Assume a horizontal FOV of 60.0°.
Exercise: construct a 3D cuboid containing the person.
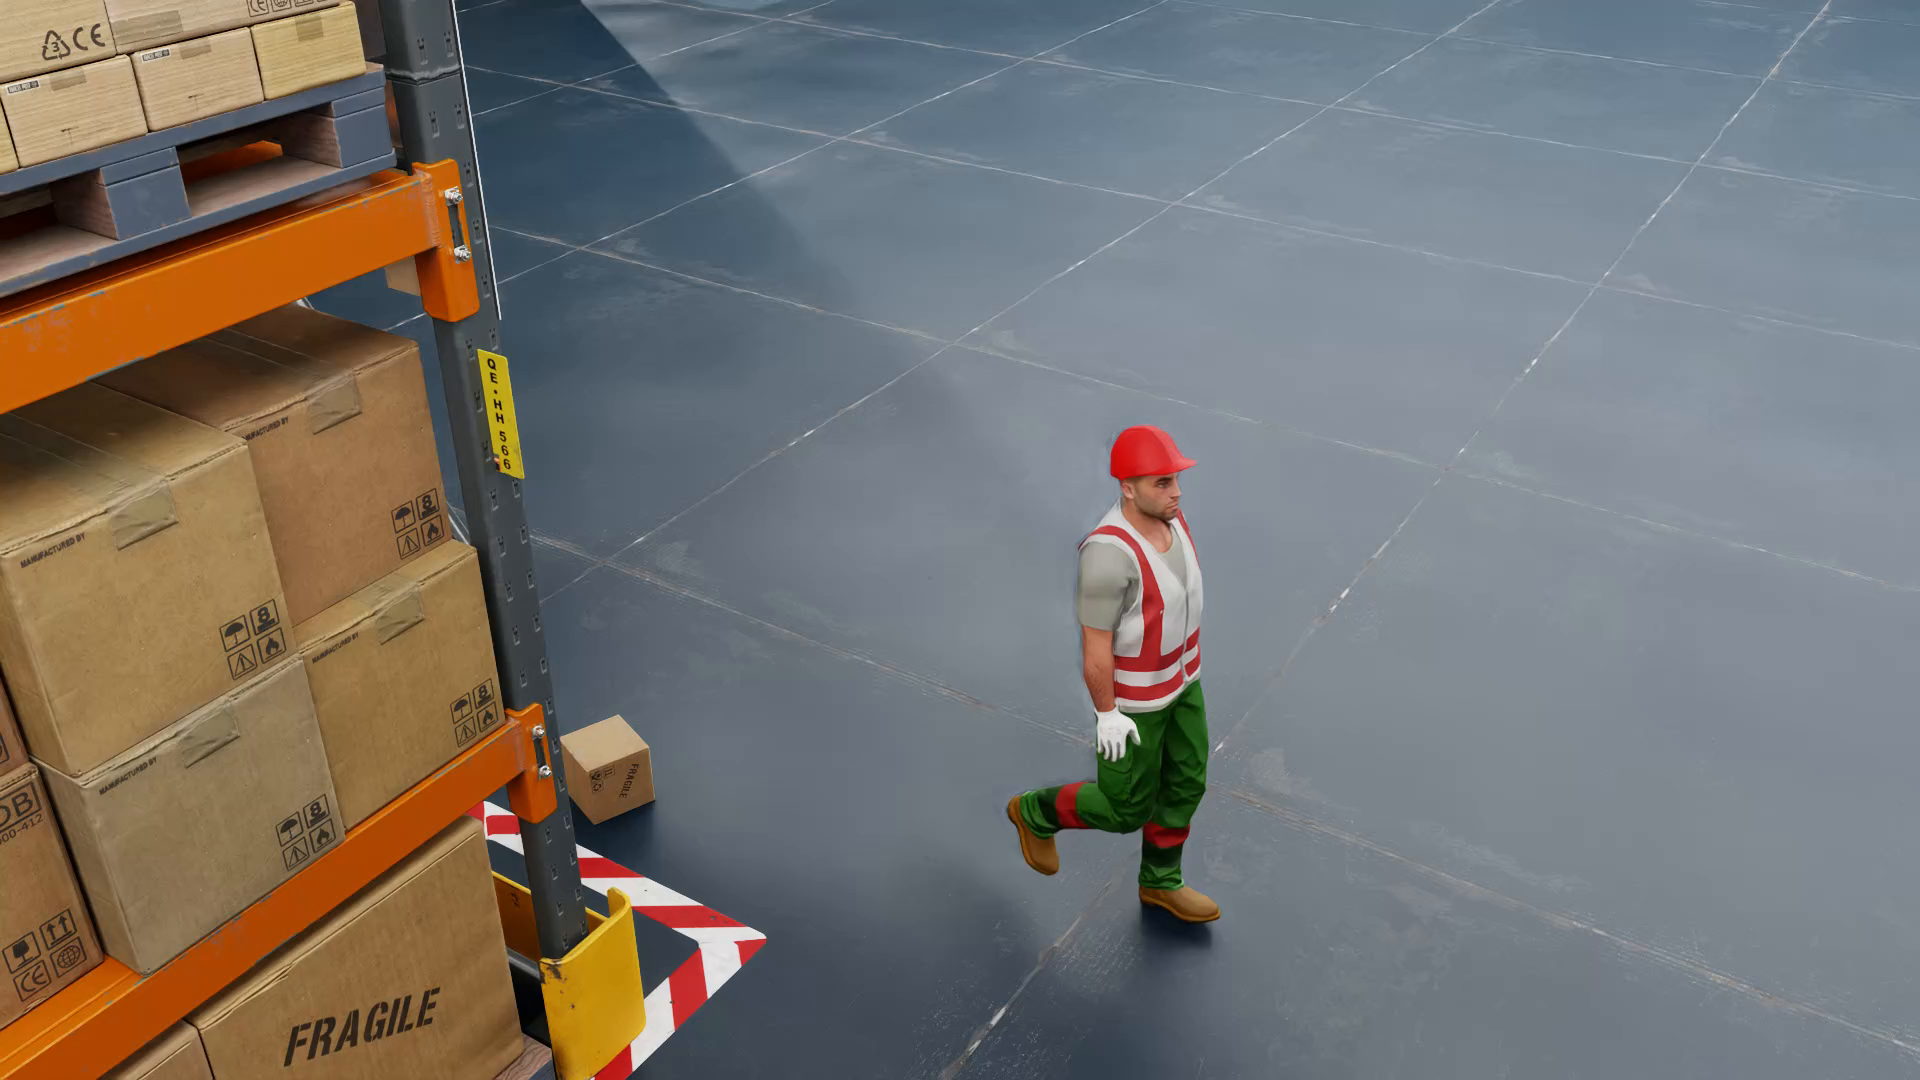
[{"bbox_3d":[0.539,0.446,5.314,0.745,1.771,0.537,20,36,31],"label":"person"}]
